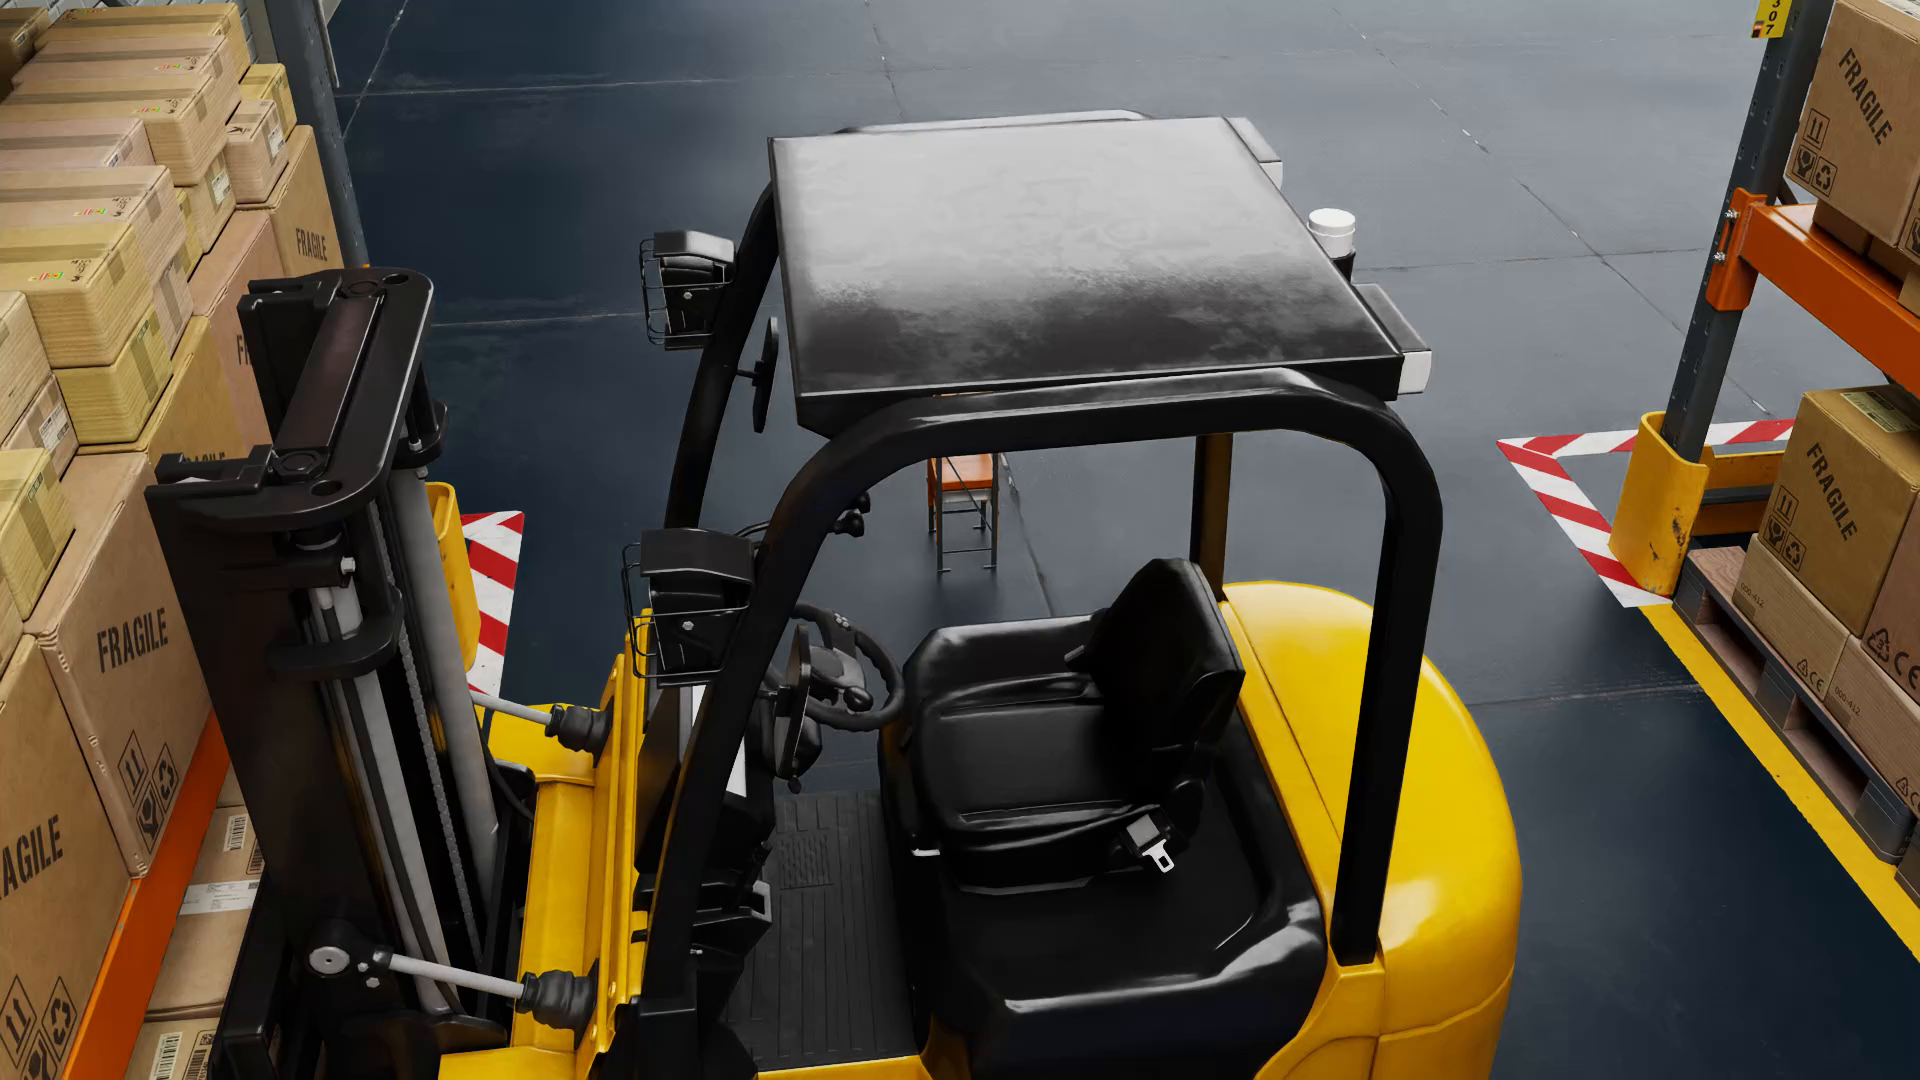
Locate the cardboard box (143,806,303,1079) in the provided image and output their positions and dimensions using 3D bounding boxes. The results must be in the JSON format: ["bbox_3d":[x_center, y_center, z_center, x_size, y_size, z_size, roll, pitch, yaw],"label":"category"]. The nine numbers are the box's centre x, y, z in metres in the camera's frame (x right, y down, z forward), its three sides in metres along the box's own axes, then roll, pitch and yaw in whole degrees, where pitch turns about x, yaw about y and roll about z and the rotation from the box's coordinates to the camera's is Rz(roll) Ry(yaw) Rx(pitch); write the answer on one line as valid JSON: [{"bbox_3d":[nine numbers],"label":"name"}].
[{"bbox_3d":[-1.522,0.776,3.129,0.500,0.250,0.500,-5,35,-7],"label":"cardboard box"}]

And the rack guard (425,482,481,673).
[{"bbox_3d":[-2.109,0.164,5.066,1.175,0.500,0.348,-4,35,-6],"label":"rack guard"}]

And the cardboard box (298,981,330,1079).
[{"bbox_3d":[-1.520,0.995,3.251,0.500,0.250,0.500,-4,35,-7],"label":"cardboard box"}]

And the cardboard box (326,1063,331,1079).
[{"bbox_3d":[-1.522,1.191,3.407,0.500,0.250,0.500,-3,34,-5],"label":"cardboard box"}]

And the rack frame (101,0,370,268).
[{"bbox_3d":[-2.106,-0.856,4.342,1.000,3.000,0.127,-4,35,-6],"label":"rack frame"}]

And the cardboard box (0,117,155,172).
[{"bbox_3d":[-1.763,-0.681,3.156,0.380,0.149,0.250,-4,34,-6],"label":"cardboard box"}]

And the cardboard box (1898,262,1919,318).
[{"bbox_3d":[2.656,-0.631,4.235,0.380,0.149,0.250,-5,35,-8],"label":"cardboard box"}]

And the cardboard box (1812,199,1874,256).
[{"bbox_3d":[2.653,-0.925,4.667,0.380,0.149,0.250,-4,35,-6],"label":"cardboard box"}]

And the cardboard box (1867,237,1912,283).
[{"bbox_3d":[2.701,-0.785,4.461,0.380,0.149,0.250,-4,34,-6],"label":"cardboard box"}]

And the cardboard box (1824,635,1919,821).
[{"bbox_3d":[2.708,0.485,4.443,0.500,0.250,0.500,-3,34,-5],"label":"cardboard box"}]

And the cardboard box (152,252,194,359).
[{"bbox_3d":[-1.639,-0.419,3.036,0.380,0.149,0.250,-5,35,-8],"label":"cardboard box"}]

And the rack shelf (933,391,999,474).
[{"bbox_3d":[0.007,-0.395,5.416,0.215,0.259,0.240,-4,35,-6],"label":"rack shelf"}]

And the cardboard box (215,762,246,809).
[{"bbox_3d":[-1.583,0.492,3.545,0.500,0.250,0.500,-4,34,-6],"label":"cardboard box"}]

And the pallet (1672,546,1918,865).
[{"bbox_3d":[2.896,0.417,4.951,1.003,0.211,1.213,-4,35,-6],"label":"pallet"}]

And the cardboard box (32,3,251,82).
[{"bbox_3d":[-1.849,-1.104,3.778,0.380,0.149,0.250,-4,35,-6],"label":"cardboard box"}]

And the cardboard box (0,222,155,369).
[{"bbox_3d":[-1.578,-0.400,2.744,0.380,0.149,0.250,-4,34,-5],"label":"cardboard box"}]

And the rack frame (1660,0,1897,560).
[{"bbox_3d":[2.812,-1.234,4.897,1.000,3.000,0.127,-4,35,-6],"label":"rack frame"}]

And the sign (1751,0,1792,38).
[{"bbox_3d":[2.274,-1.551,4.593,0.100,0.325,0.005,-4,35,-6],"label":"sign"}]

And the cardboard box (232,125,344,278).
[{"bbox_3d":[-1.780,-0.643,3.940,0.500,0.500,0.500,-5,35,-7],"label":"cardboard box"}]

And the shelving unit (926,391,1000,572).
[{"bbox_3d":[0.007,-0.404,5.411,0.215,1.050,0.252,-4,35,-6],"label":"shelving unit"}]

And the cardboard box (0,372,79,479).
[{"bbox_3d":[-1.641,-0.133,2.617,0.380,0.149,0.250,-5,35,-7],"label":"cardboard box"}]

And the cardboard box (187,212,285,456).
[{"bbox_3d":[-1.719,-0.352,3.515,0.500,0.500,0.500,-3,34,-5],"label":"cardboard box"}]

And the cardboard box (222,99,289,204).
[{"bbox_3d":[-1.718,-0.853,3.673,0.380,0.149,0.250,-4,34,-6],"label":"cardboard box"}]

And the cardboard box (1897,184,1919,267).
[{"bbox_3d":[2.674,-0.824,3.943,0.500,0.500,0.500,-3,34,-5],"label":"cardboard box"}]

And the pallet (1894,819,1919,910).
[{"bbox_3d":[3.057,1.096,3.954,1.003,0.211,1.213,-4,35,-6],"label":"pallet"}]

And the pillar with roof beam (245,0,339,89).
[{"bbox_3d":[0.553,-6.552,7.374,9.100,9.000,0.400,-4,35,-6],"label":"pillar with roof beam"}]

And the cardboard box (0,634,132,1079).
[{"bbox_3d":[-1.525,0.496,2.270,0.500,0.500,0.500,-5,35,-7],"label":"cardboard box"}]

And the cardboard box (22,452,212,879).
[{"bbox_3d":[-1.571,0.213,2.685,0.500,0.500,0.500,-4,34,-6],"label":"cardboard box"}]

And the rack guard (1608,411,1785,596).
[{"bbox_3d":[2.822,-0.159,5.539,1.175,0.500,0.348,-4,35,-6],"label":"rack guard"}]

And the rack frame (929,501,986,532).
[{"bbox_3d":[-0.009,-0.472,5.510,0.200,1.050,0.008,-4,35,-6],"label":"rack frame"}]

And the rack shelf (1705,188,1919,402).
[{"bbox_3d":[3.081,0.179,3.462,1.077,0.370,4.000,-4,35,-6],"label":"rack shelf"}]

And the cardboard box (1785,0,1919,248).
[{"bbox_3d":[2.601,-1.113,4.366,0.500,0.500,0.500,-5,35,-7],"label":"cardboard box"}]

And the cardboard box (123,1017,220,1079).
[{"bbox_3d":[-1.459,1.069,2.698,0.500,0.250,0.500,-3,34,-5],"label":"cardboard box"}]

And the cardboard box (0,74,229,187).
[{"bbox_3d":[-1.723,-0.825,3.368,0.380,0.149,0.250,-4,34,-5],"label":"cardboard box"}]

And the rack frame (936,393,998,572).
[{"bbox_3d":[0.024,-0.336,5.311,0.200,1.050,0.008,-4,35,-6],"label":"rack frame"}]

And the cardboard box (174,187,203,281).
[{"bbox_3d":[-1.722,-0.564,3.249,0.380,0.149,0.250,-5,35,-7],"label":"cardboard box"}]

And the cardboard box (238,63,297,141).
[{"bbox_3d":[-1.782,-0.993,3.879,0.380,0.149,0.250,-4,34,-6],"label":"cardboard box"}]

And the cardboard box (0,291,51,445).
[{"bbox_3d":[-1.637,-0.249,2.523,0.380,0.149,0.250,-4,34,-6],"label":"cardboard box"}]

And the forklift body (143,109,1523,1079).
[{"bbox_3d":[-0.043,0.415,3.231,2.313,2.155,1.214,-4,35,-6],"label":"forklift body"}]

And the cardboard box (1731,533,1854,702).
[{"bbox_3d":[2.646,0.200,4.862,0.500,0.250,0.500,-5,35,-7],"label":"cardboard box"}]

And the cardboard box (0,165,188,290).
[{"bbox_3d":[-1.618,-0.544,2.955,0.380,0.149,0.250,-4,34,-5],"label":"cardboard box"}]

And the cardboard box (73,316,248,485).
[{"bbox_3d":[-1.650,-0.066,3.095,0.500,0.500,0.500,-5,35,-7],"label":"cardboard box"}]

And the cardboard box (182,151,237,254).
[{"bbox_3d":[-1.744,-0.703,3.454,0.380,0.149,0.250,-4,34,-5],"label":"cardboard box"}]

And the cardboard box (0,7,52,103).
[{"bbox_3d":[-2.273,-1.085,3.749,0.380,0.149,0.250,-5,35,-7],"label":"cardboard box"}]

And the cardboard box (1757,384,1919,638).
[{"bbox_3d":[2.650,-0.097,4.631,0.500,0.500,0.500,-5,35,-8],"label":"cardboard box"}]

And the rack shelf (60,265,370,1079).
[{"bbox_3d":[-1.837,0.557,2.907,1.077,0.370,4.000,-4,35,-6],"label":"rack shelf"}]

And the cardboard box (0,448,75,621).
[{"bbox_3d":[-1.539,0.005,2.415,0.380,0.149,0.250,-5,35,-7],"label":"cardboard box"}]

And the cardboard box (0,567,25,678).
[{"bbox_3d":[-1.494,0.153,2.198,0.380,0.149,0.250,-5,35,-8],"label":"cardboard box"}]

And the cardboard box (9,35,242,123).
[{"bbox_3d":[-1.785,-0.969,3.579,0.380,0.149,0.250,-4,35,-6],"label":"cardboard box"}]

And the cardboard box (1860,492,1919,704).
[{"bbox_3d":[2.725,0.195,4.204,0.500,0.500,0.500,-6,35,-8],"label":"cardboard box"}]

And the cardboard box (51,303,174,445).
[{"bbox_3d":[-1.585,-0.279,2.831,0.380,0.149,0.250,-4,34,-6],"label":"cardboard box"}]

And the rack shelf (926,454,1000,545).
[{"bbox_3d":[0.007,-0.166,5.573,0.215,0.259,0.240,-4,35,-6],"label":"rack shelf"}]
